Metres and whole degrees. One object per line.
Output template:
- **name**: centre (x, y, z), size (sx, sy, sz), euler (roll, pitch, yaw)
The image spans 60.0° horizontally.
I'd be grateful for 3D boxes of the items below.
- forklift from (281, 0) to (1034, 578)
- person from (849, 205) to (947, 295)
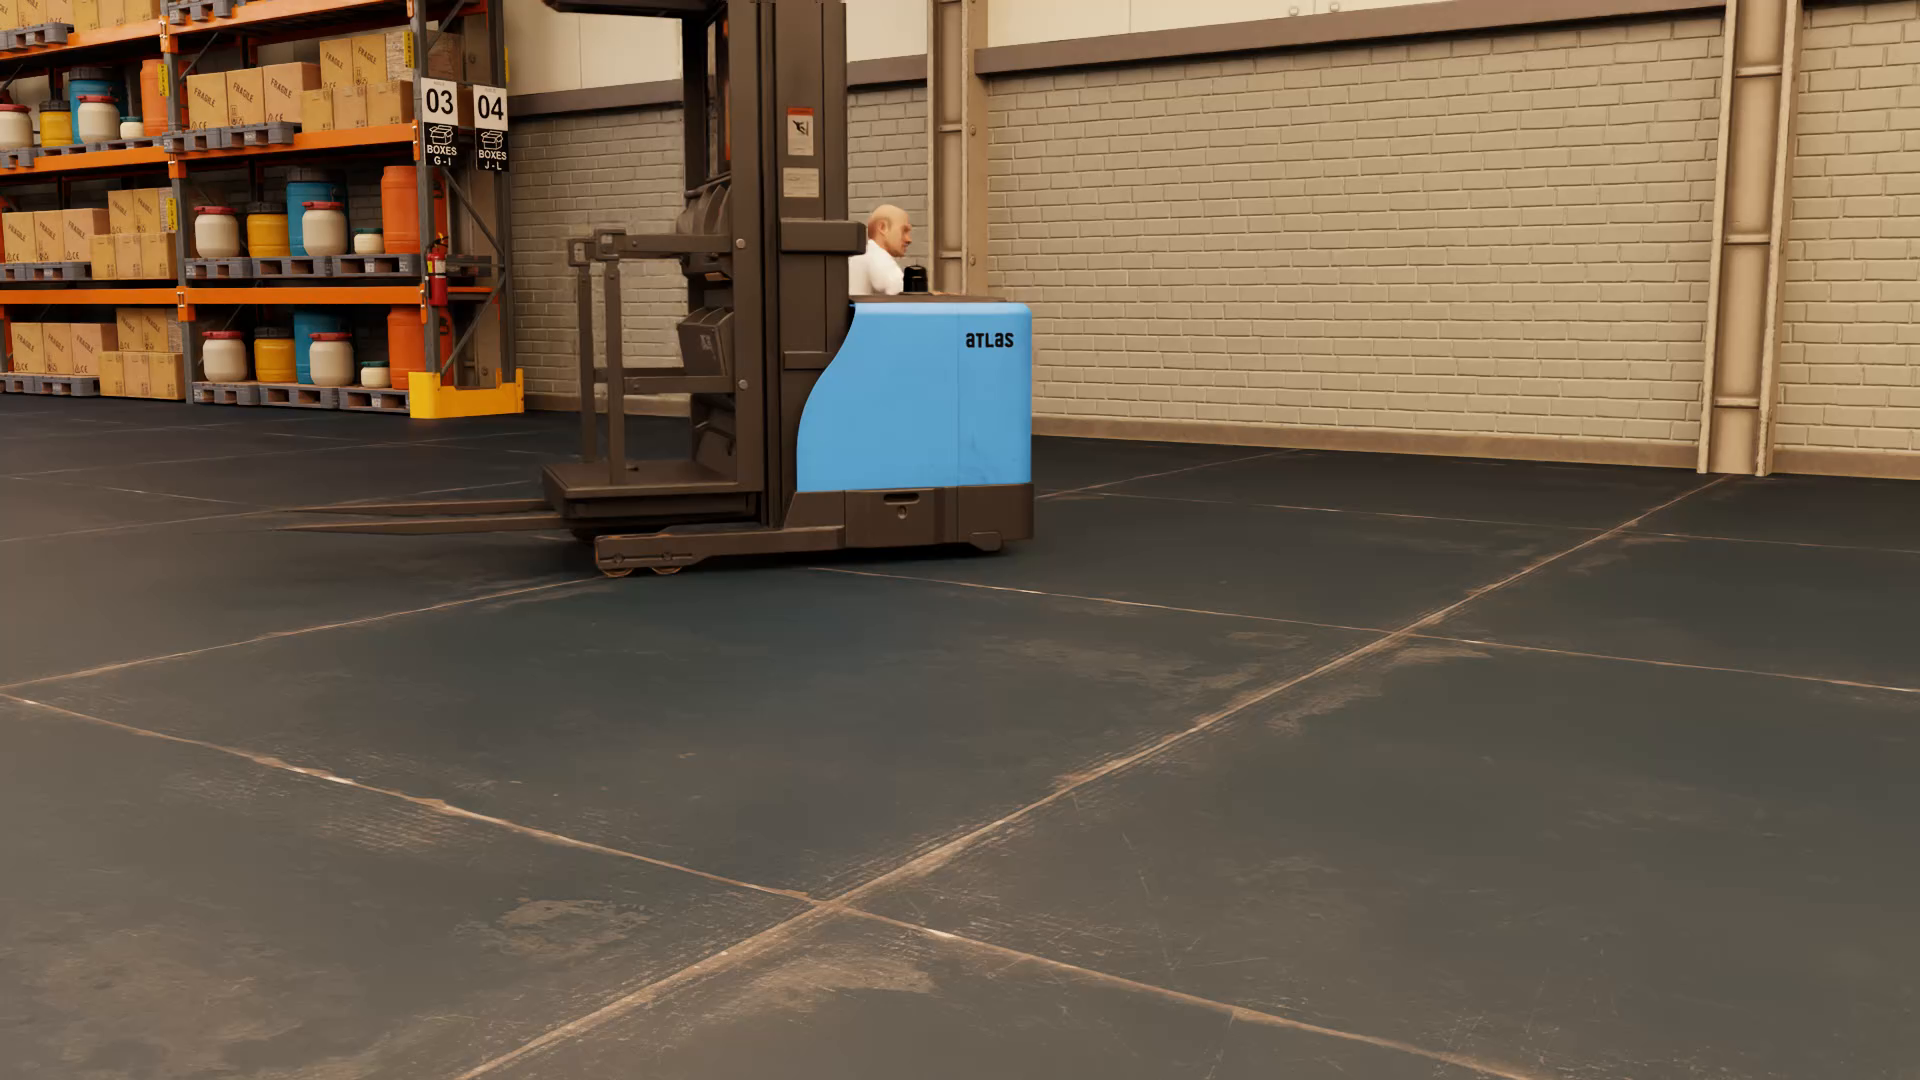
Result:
- **forklift**: centre (-1.255, -1.386, 6.941), size (3.031, 2.935, 1.130), euler (-3, 9, -19)
- **person**: centre (-0.252, -0.835, 8.004), size (1.043, 1.534, 0.928), euler (7, 11, 40)
